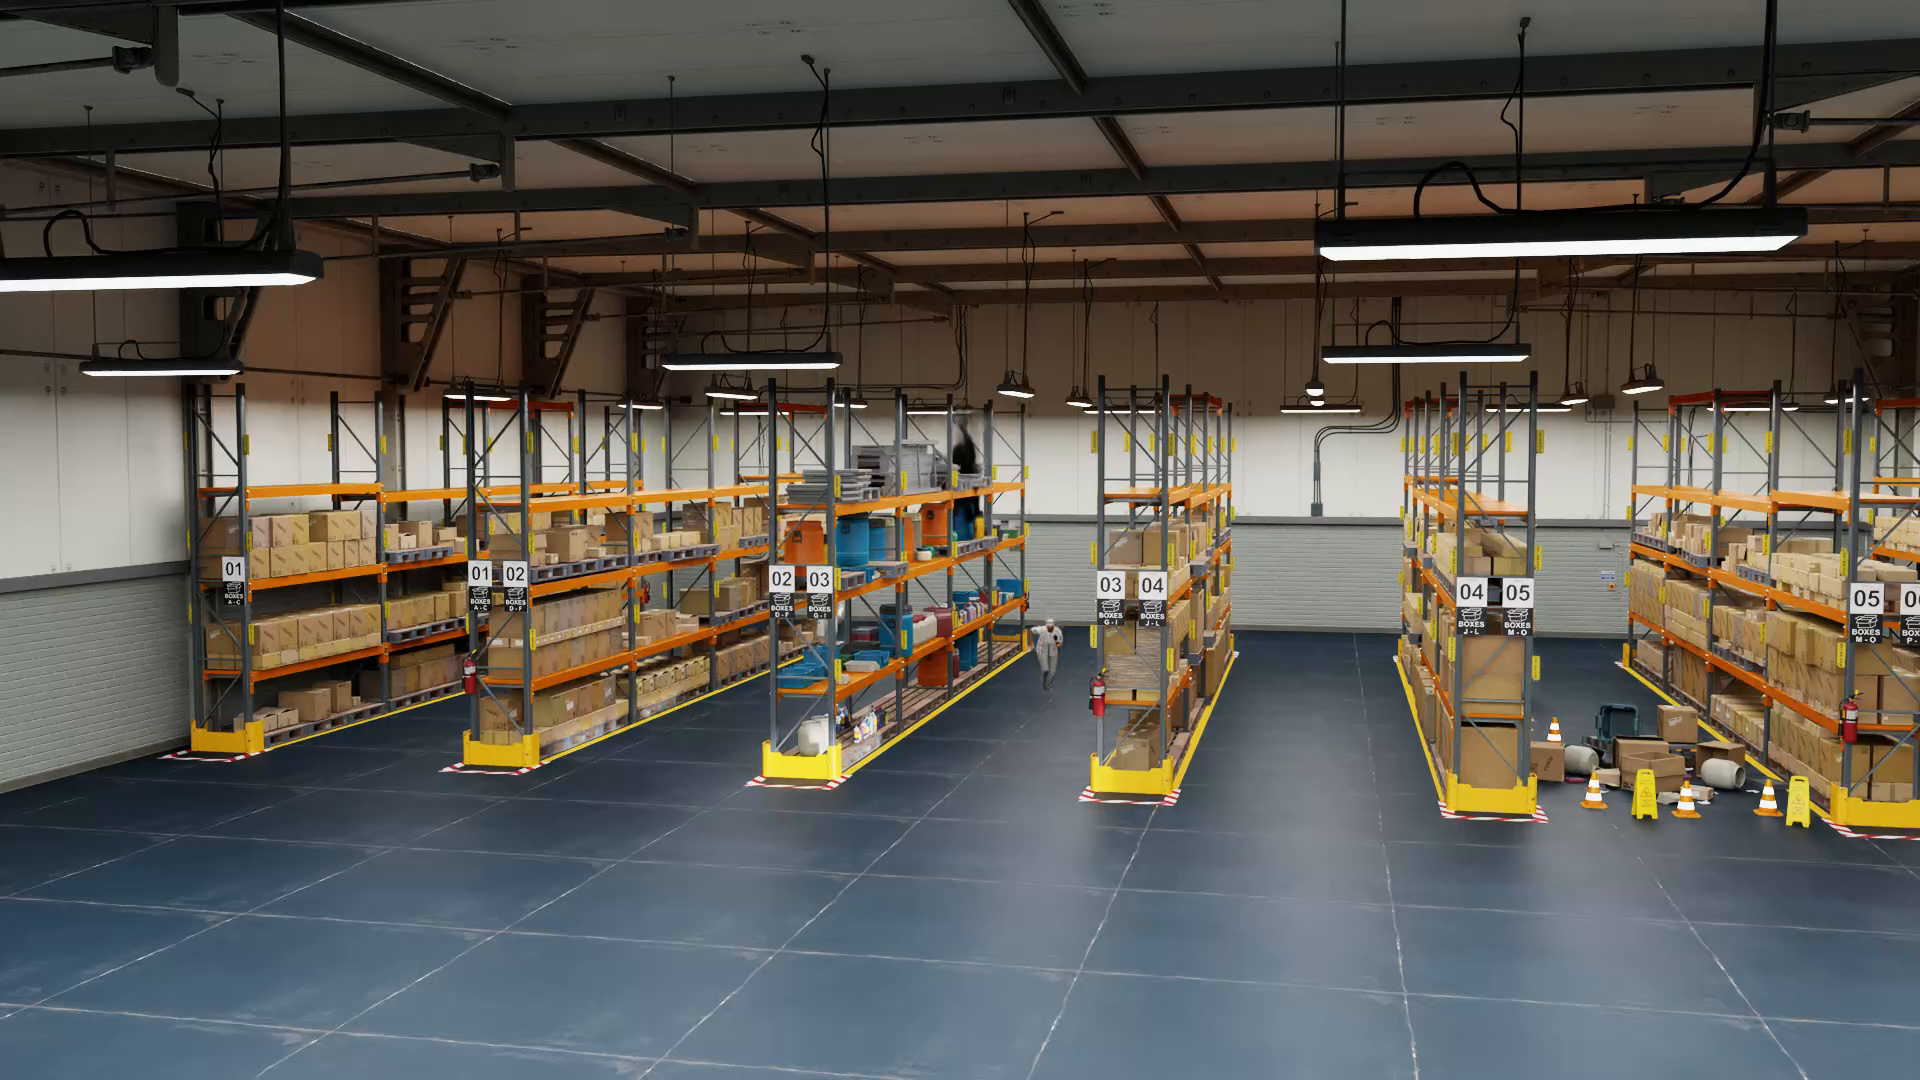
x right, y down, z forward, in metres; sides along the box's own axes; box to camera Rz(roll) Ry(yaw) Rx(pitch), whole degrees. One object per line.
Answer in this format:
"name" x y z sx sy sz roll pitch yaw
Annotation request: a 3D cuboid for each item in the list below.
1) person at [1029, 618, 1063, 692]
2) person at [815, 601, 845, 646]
"person" 1.646 2.212 31.894 0.637 1.491 0.861 0 3 -6
"person" -2.869 1.847 36.064 0.712 1.764 0.918 0 3 2
